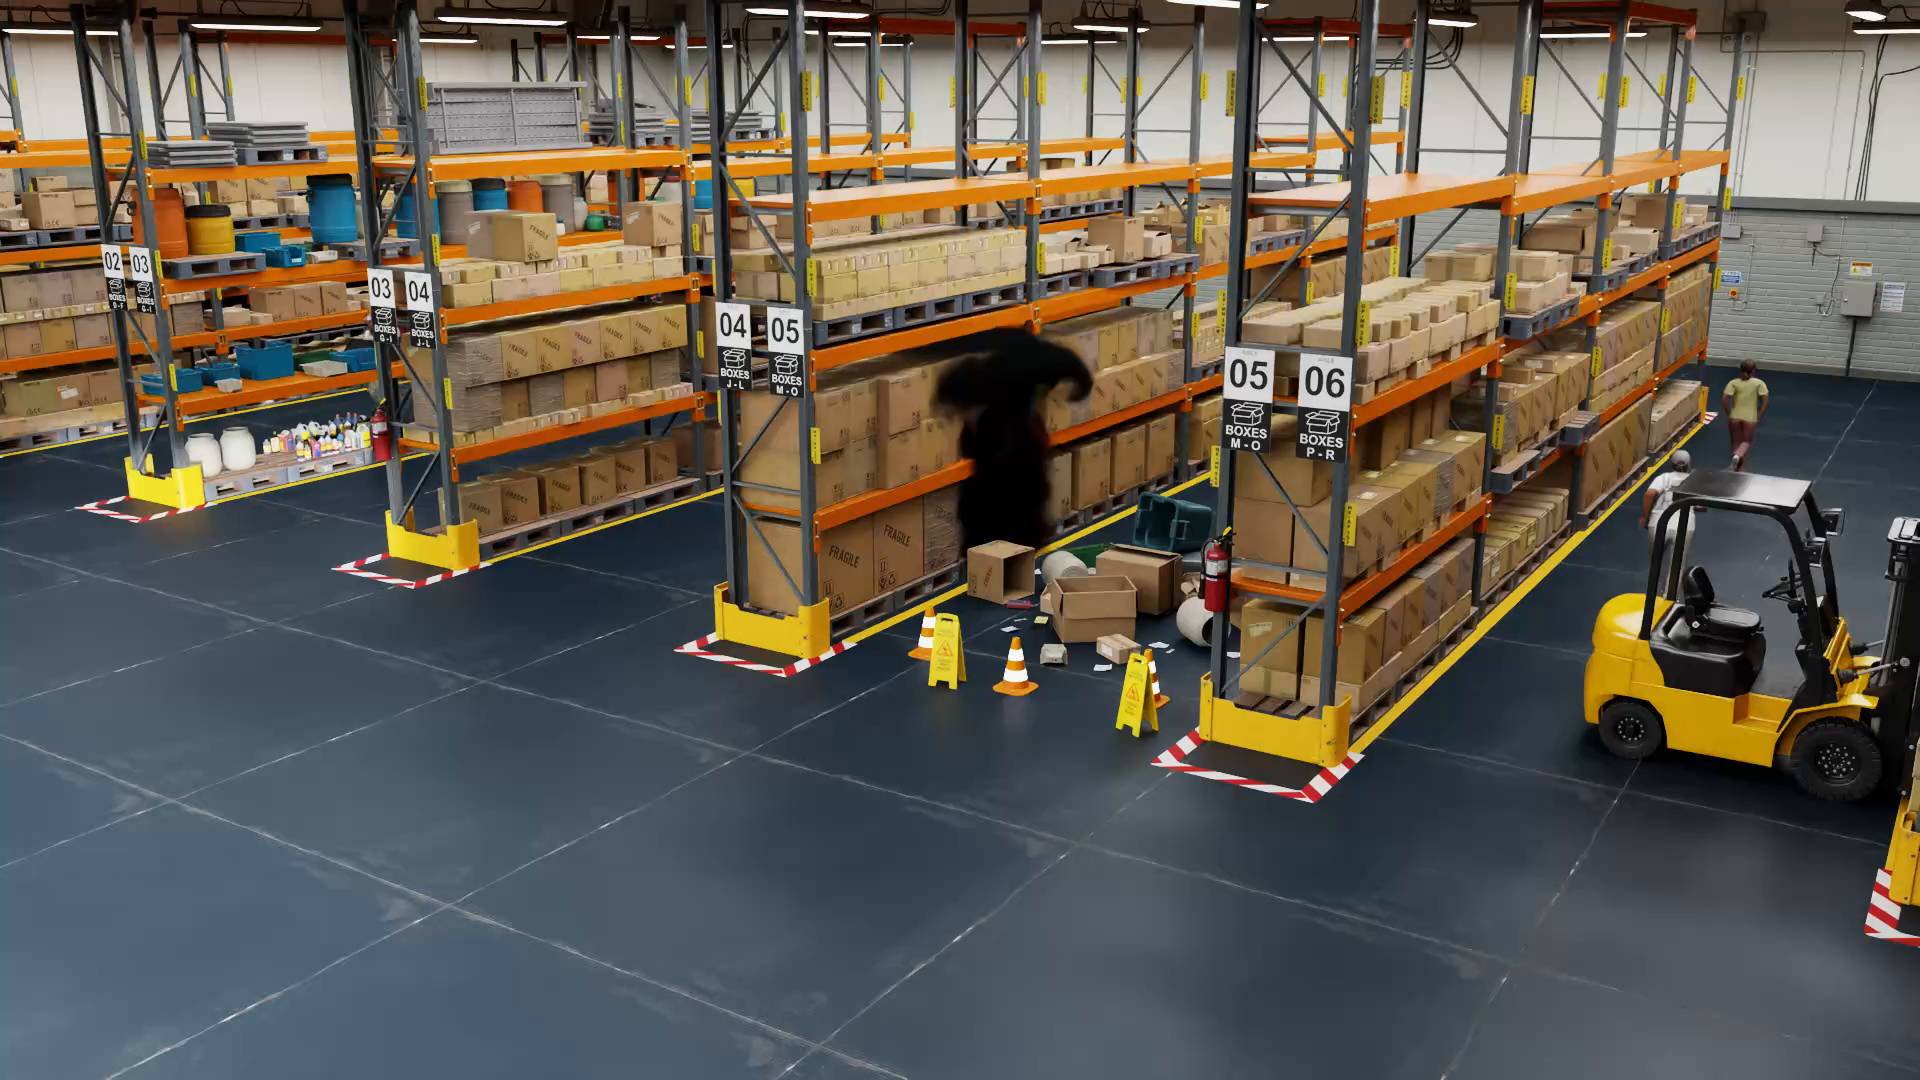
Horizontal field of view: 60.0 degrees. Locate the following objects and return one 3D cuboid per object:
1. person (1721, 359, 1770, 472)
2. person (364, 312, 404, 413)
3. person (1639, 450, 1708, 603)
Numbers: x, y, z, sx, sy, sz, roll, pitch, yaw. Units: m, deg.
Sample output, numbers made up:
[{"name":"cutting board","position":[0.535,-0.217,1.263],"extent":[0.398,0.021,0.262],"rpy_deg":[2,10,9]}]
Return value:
[{"name":"person","position":[10.294,-1.563,21.880],"extent":[0.581,1.613,0.558],"rpy_deg":[9,18,28]},{"name":"person","position":[-8.894,-2.640,25.496],"extent":[0.678,1.725,0.647],"rpy_deg":[11,19,34]},{"name":"person","position":[6.977,-0.040,16.323],"extent":[0.607,1.655,0.957],"rpy_deg":[7,17,23]}]
